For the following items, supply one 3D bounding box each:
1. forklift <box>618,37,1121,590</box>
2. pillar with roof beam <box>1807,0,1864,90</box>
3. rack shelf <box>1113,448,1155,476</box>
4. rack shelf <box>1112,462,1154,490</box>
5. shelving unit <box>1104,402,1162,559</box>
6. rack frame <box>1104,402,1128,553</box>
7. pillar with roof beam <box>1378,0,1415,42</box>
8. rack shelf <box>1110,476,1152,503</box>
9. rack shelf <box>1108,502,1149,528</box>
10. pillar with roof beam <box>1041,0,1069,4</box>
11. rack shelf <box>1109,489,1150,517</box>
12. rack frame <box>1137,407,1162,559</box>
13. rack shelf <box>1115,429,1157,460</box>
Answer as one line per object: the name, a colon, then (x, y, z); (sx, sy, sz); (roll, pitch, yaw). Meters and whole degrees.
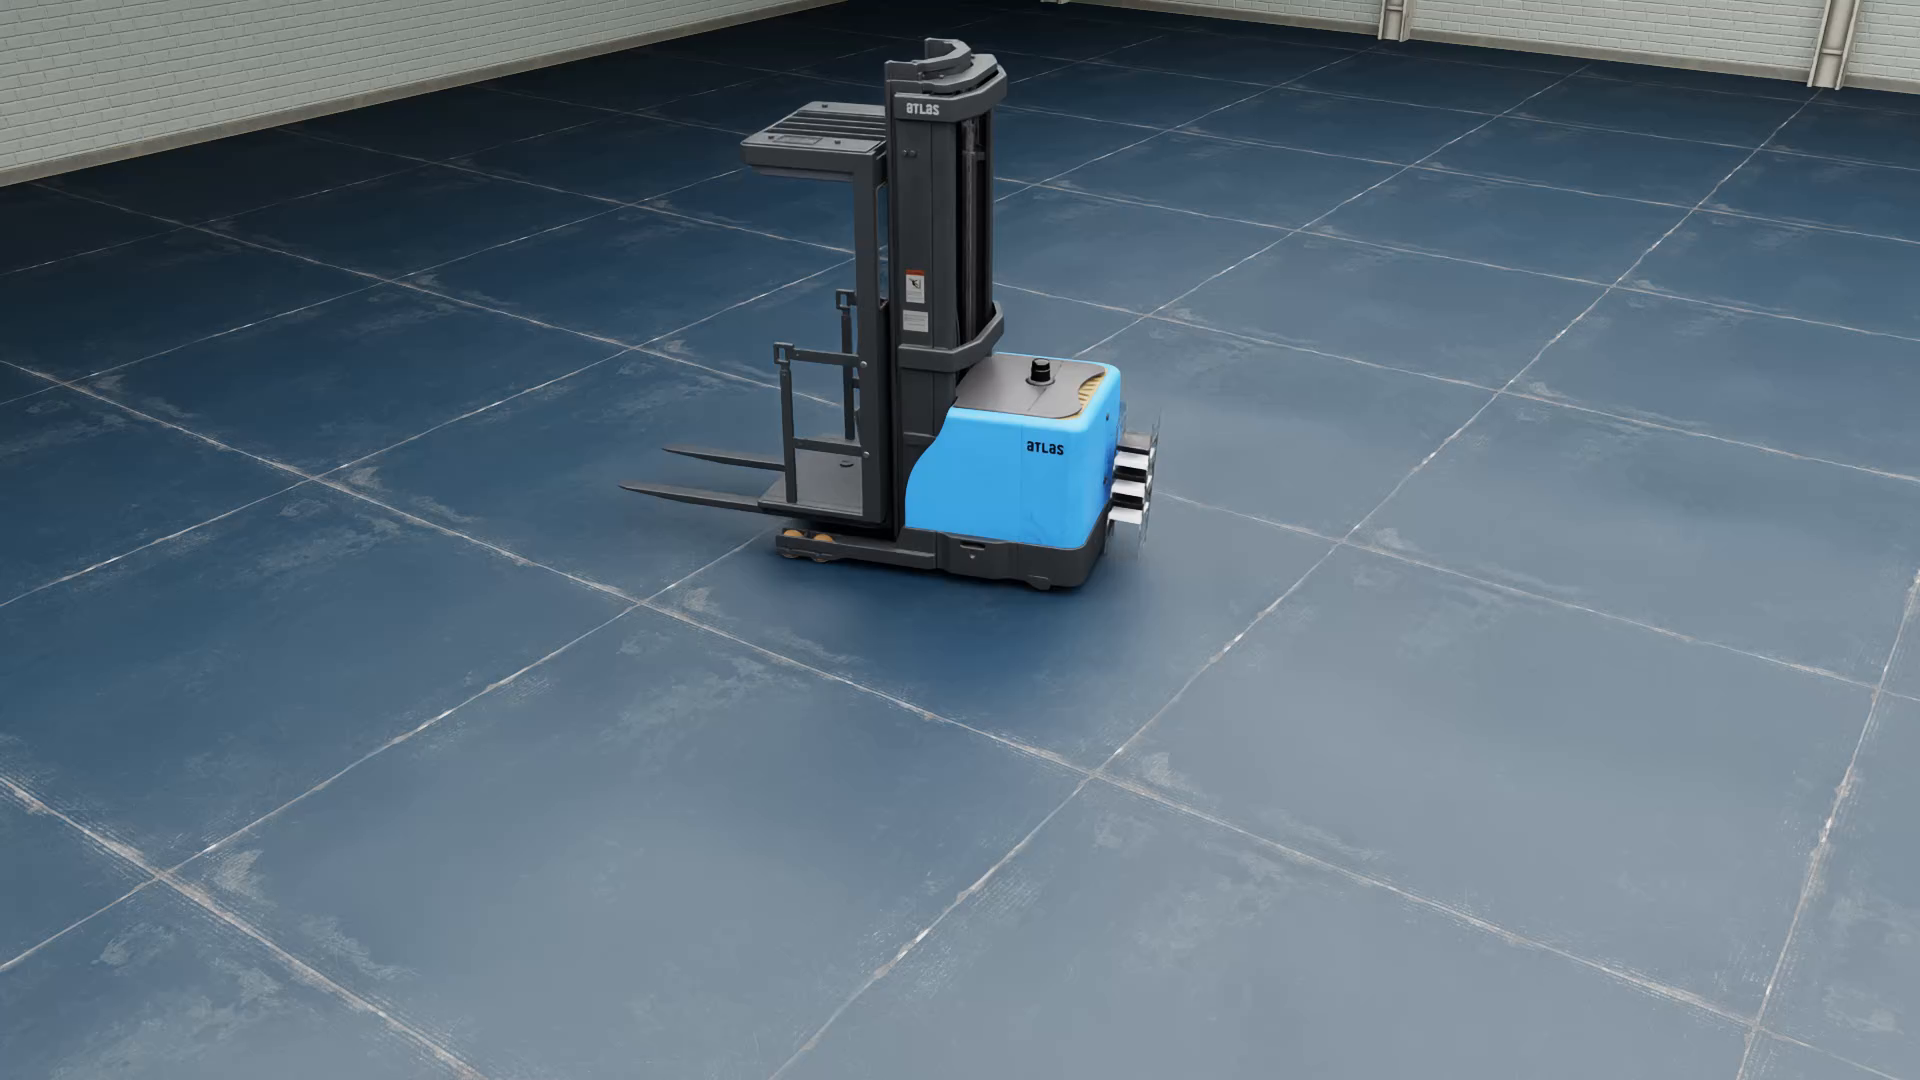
forklift: (-0.601, -1.390, 9.751); (3.031, 2.935, 1.130); (8, 28, 15)
pillar with roof beam: (9.067, -8.439, 16.912); (0.400, 9.000, 9.100); (17, 32, 30)
rack shelf: (1.038, -0.481, 9.867); (0.200, 0.077, 0.258); (11, 29, 14)
rack shelf: (1.033, -0.401, 9.910); (0.200, 0.077, 0.258); (11, 29, 14)
shelving unit: (1.030, -0.351, 9.936); (0.210, 0.900, 0.258); (11, 29, 14)
rack frame: (0.933, -0.370, 9.960); (0.006, 0.900, 0.240); (11, 29, 14)
pillar with roof beam: (4.121, -9.980, 19.939); (0.400, 9.000, 9.100); (17, 32, 30)
rack shelf: (1.028, -0.322, 9.952); (0.200, 0.077, 0.258); (11, 29, 14)
rack shelf: (1.019, -0.163, 10.036); (0.200, 0.077, 0.258); (11, 29, 14)
pillar with roof beam: (-0.825, -11.521, 22.967); (0.400, 9.000, 9.100); (17, 32, 30)
rack shelf: (1.023, -0.243, 9.994); (0.200, 0.077, 0.258); (11, 29, 14)
rack frame: (1.127, -0.333, 9.912); (0.006, 0.900, 0.240); (11, 29, 14)
rack shelf: (1.043, -0.560, 9.825); (0.200, 0.077, 0.258); (11, 29, 14)
